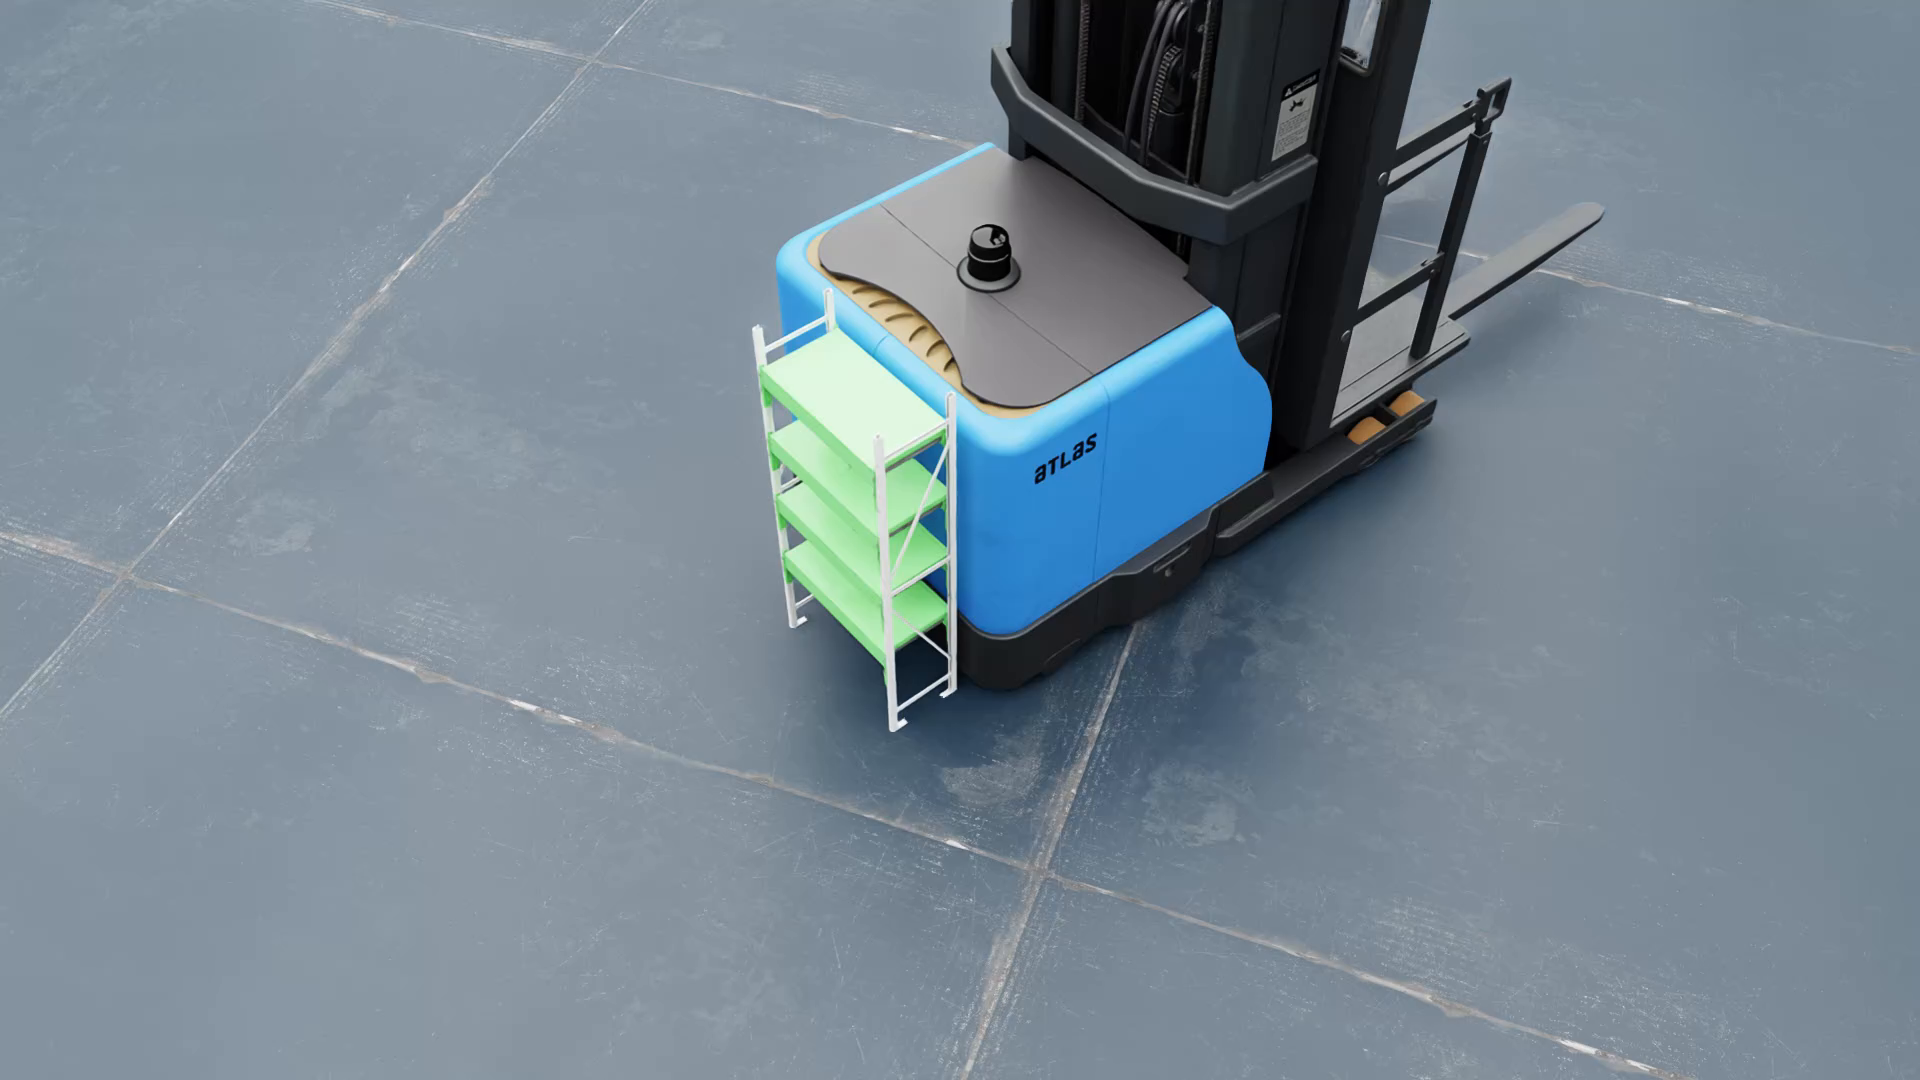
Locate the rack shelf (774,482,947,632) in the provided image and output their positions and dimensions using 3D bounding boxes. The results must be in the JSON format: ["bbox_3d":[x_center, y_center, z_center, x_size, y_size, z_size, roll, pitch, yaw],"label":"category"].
[{"bbox_3d":[-0.262,-0.001,4.541,0.258,0.148,0.480,-32,56,-25],"label":"rack shelf"}]

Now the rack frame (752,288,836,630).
[{"bbox_3d":[-0.418,-0.185,4.616,0.240,1.200,0.015,-32,56,-25],"label":"rack frame"}]

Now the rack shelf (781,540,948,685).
[{"bbox_3d":[-0.262,0.156,4.723,0.258,0.148,0.480,-32,56,-25],"label":"rack shelf"}]

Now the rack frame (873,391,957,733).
[{"bbox_3d":[-0.106,0.099,4.370,0.240,1.200,0.015,-32,56,-25],"label":"rack frame"}]

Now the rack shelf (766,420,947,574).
[{"bbox_3d":[-0.262,-0.158,4.360,0.258,0.148,0.480,-32,56,-25],"label":"rack shelf"}]

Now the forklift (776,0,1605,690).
[{"bbox_3d":[0.942,-1.478,4.591,3.031,2.935,1.130,-32,56,-24],"label":"forklift"}]

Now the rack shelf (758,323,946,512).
[{"bbox_3d":[-0.262,-0.315,4.179,0.258,0.148,0.480,-32,56,-25],"label":"rack shelf"}]

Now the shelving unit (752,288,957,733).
[{"bbox_3d":[-0.262,-0.043,4.493,0.258,1.200,0.503,-32,56,-25],"label":"shelving unit"}]
